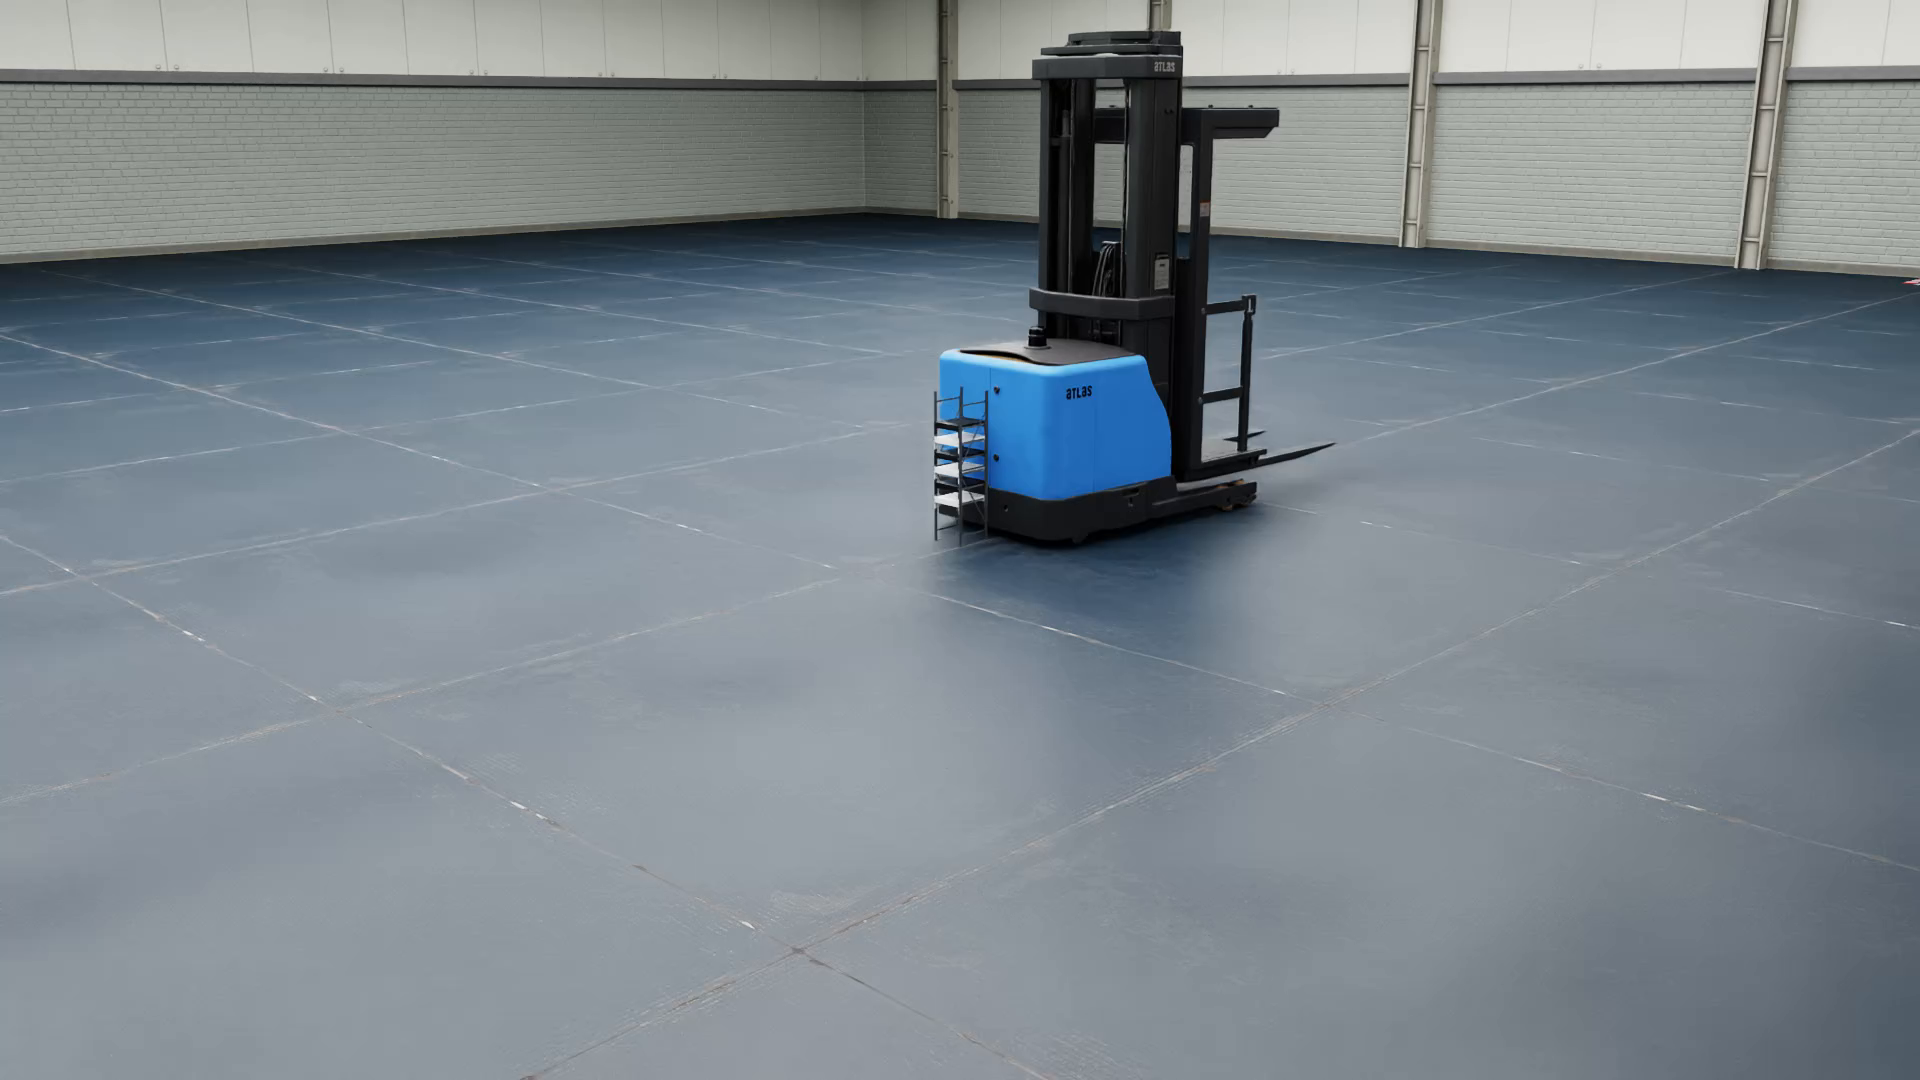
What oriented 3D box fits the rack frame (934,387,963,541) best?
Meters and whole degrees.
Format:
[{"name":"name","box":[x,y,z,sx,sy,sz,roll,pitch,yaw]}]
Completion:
[{"name":"rack frame","box":[-0.067,-0.452,9.881,0.006,0.900,0.240,14,20,42]}]

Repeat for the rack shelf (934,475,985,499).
[{"name":"rack shelf","box":[0.006,-0.315,9.844,0.200,0.077,0.258,14,20,42]}]

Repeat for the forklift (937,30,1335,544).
[{"name":"forklift","box":[1.287,-1.688,10.597,3.031,2.935,1.130,-13,19,-41]}]

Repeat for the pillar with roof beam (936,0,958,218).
[{"name":"pillar with roof beam","box":[-3.275,-11.084,34.624,0.400,9.000,9.100,14,20,42]}]

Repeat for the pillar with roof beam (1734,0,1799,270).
[{"name":"pillar with roof beam","box":[9.683,-7.934,22.534,0.400,9.000,9.100,14,20,42]}]

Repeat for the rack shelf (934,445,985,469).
[{"name":"rack shelf","box":[0.006,-0.489,9.799,0.200,0.077,0.258,14,20,42]}]

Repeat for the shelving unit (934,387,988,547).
[{"name":"shelving unit","box":[0.006,-0.434,9.813,0.210,0.900,0.258,14,20,42]}]

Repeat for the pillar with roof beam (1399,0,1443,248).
[{"name":"pillar with roof beam","box":[5.364,-8.984,26.564,0.400,9.000,9.100,14,20,42]}]

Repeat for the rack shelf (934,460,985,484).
[{"name":"rack shelf","box":[0.006,-0.402,9.822,0.200,0.077,0.258,14,20,42]}]

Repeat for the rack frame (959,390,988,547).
[{"name":"rack frame","box":[0.079,-0.416,9.745,0.006,0.900,0.240,14,20,42]}]

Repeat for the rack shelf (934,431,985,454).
[{"name":"rack shelf","box":[0.006,-0.576,9.776,0.200,0.077,0.258,14,20,42]}]

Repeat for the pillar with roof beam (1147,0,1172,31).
[{"name":"pillar with roof beam","box":[1.045,-10.034,30.594,0.400,9.000,9.100,14,20,42]}]

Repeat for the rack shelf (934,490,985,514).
[{"name":"rack shelf","box":[0.006,-0.228,9.867,0.200,0.077,0.258,14,20,42]}]

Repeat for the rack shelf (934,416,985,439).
[{"name":"rack shelf","box":[0.006,-0.663,9.753,0.200,0.077,0.258,14,20,42]}]
